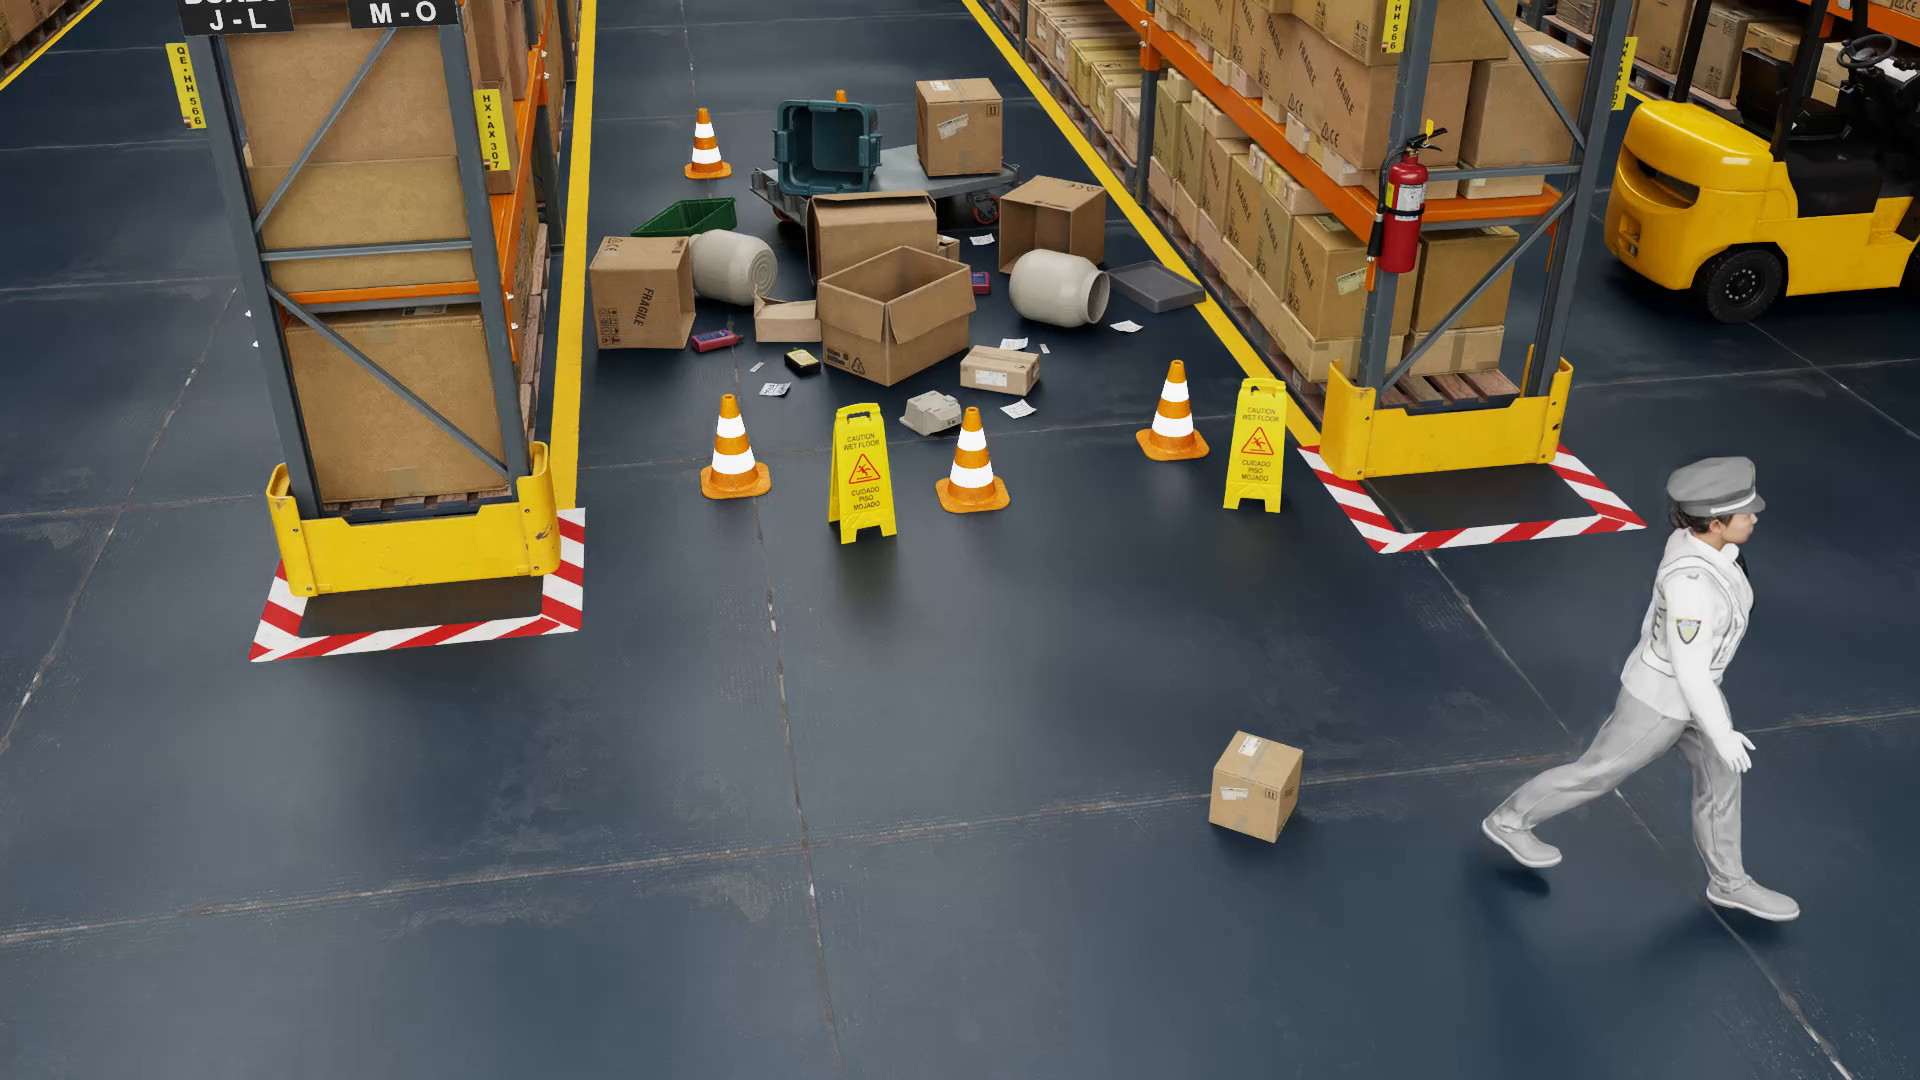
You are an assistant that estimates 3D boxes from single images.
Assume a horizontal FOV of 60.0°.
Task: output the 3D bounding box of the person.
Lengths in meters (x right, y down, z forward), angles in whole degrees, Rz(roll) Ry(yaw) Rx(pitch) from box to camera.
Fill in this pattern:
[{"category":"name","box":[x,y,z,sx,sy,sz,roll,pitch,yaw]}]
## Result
[{"category":"person","box":[2.300,0.482,5.282,1.025,1.627,0.493,17,35,26]}]
